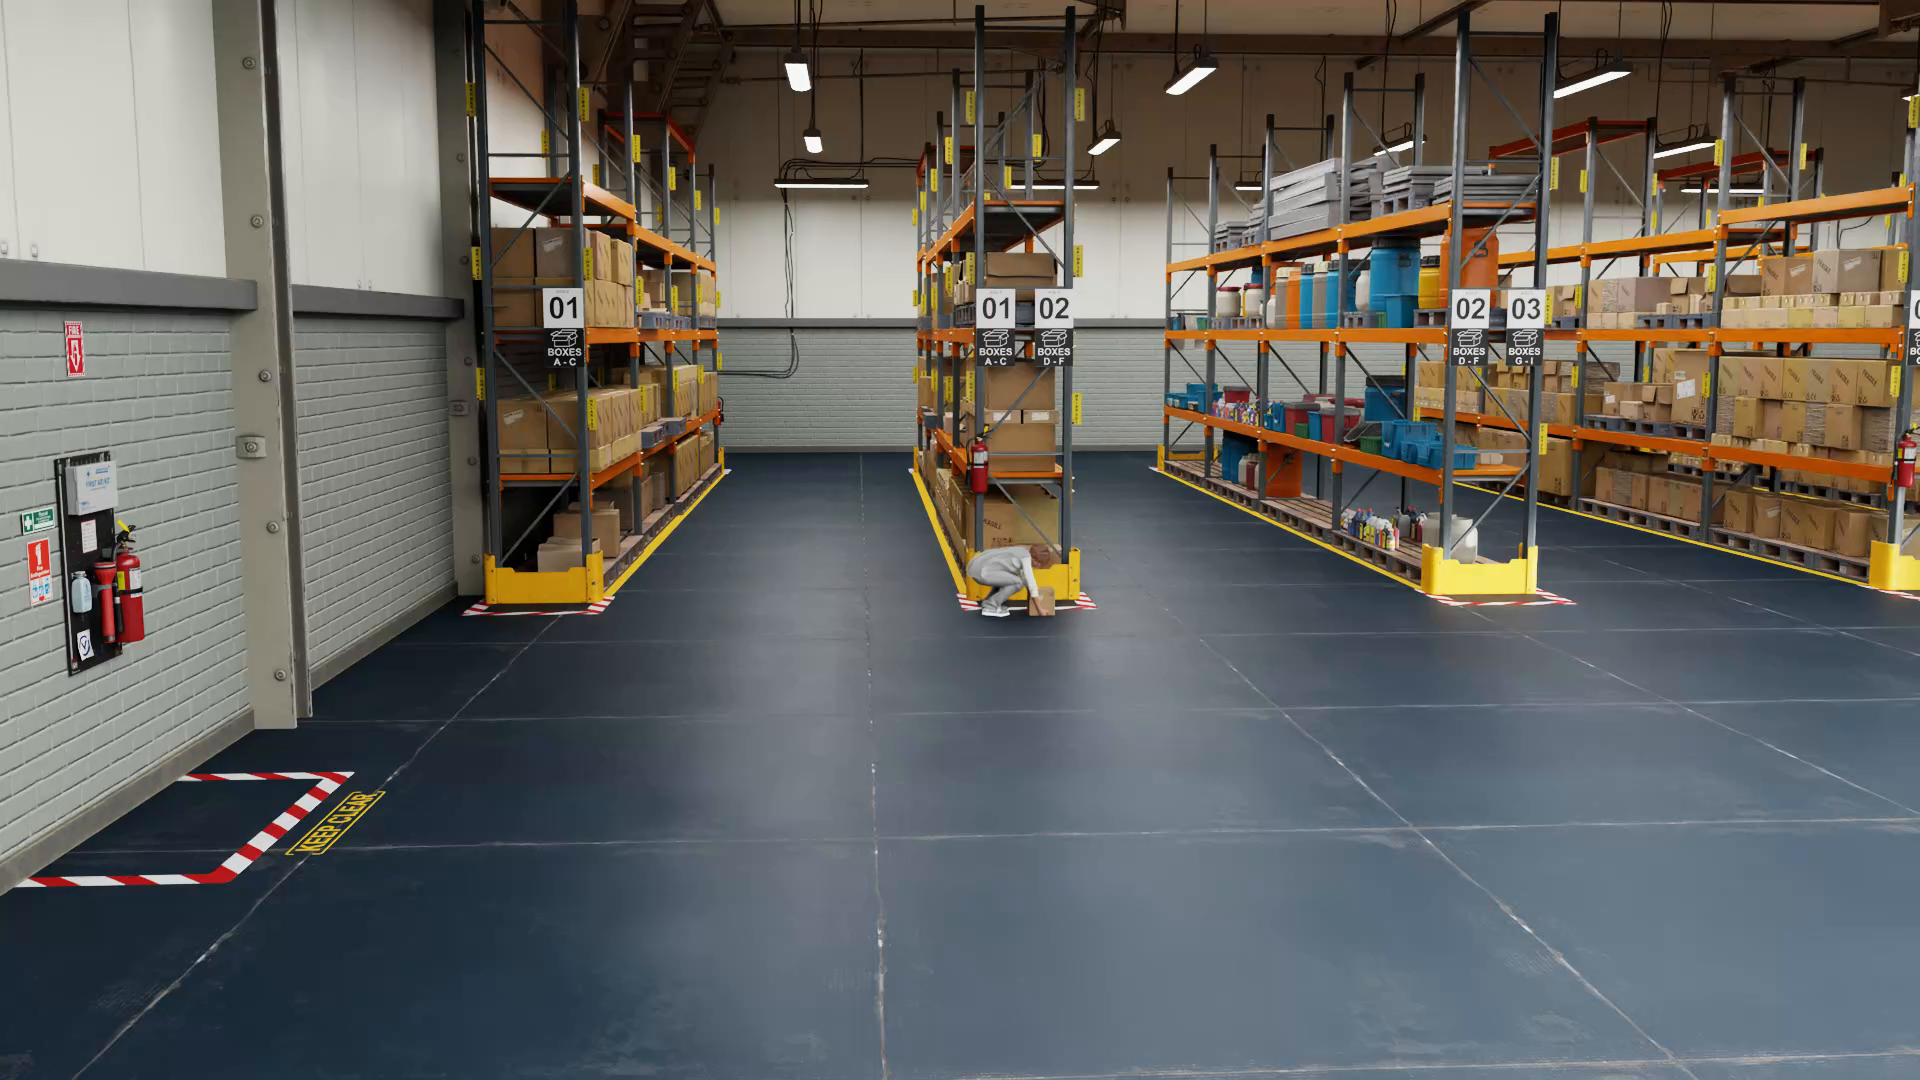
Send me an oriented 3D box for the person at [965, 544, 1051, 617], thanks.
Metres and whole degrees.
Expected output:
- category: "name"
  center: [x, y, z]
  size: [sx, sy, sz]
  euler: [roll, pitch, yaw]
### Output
- category: "person"
  center: [0.476, 0.408, 16.343]
  size: [0.855, 0.707, 0.420]
  euler: [-1, 7, -9]
